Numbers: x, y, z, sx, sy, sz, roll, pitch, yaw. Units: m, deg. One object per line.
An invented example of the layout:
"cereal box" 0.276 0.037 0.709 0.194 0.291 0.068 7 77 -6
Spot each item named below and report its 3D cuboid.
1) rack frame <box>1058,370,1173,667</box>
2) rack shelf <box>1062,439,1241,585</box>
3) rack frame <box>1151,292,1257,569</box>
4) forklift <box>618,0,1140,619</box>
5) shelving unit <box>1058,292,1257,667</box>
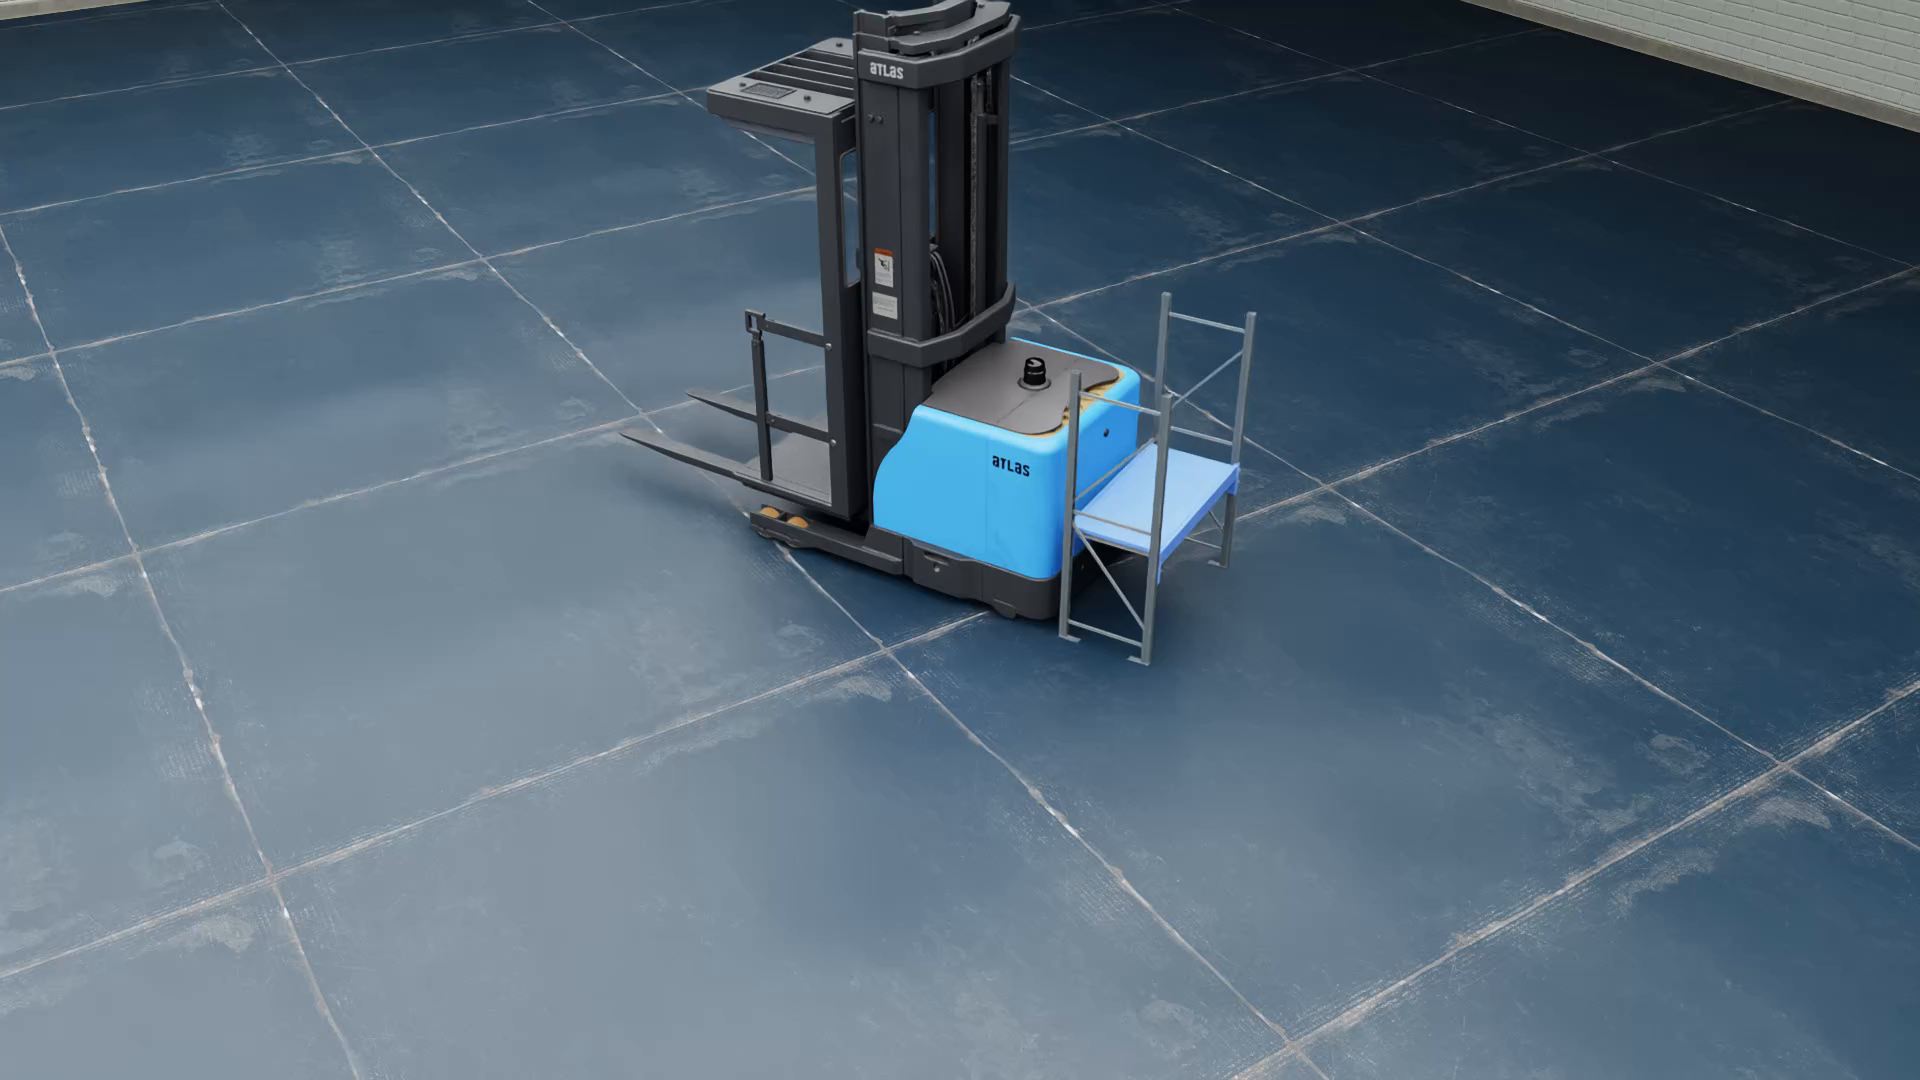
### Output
"rack frame" 0.730 -0.079 7.967 0.500 1.500 0.032 18 36 25
"rack shelf" 0.983 -0.162 8.435 0.538 0.185 1.000 18 36 25
"rack frame" 1.239 -0.549 8.711 0.500 1.500 0.032 18 36 25
"forklift" -0.568 -1.417 8.749 3.031 2.935 1.130 18 37 27
"shelving unit" 0.984 -0.314 8.339 0.538 1.500 1.048 18 36 25
